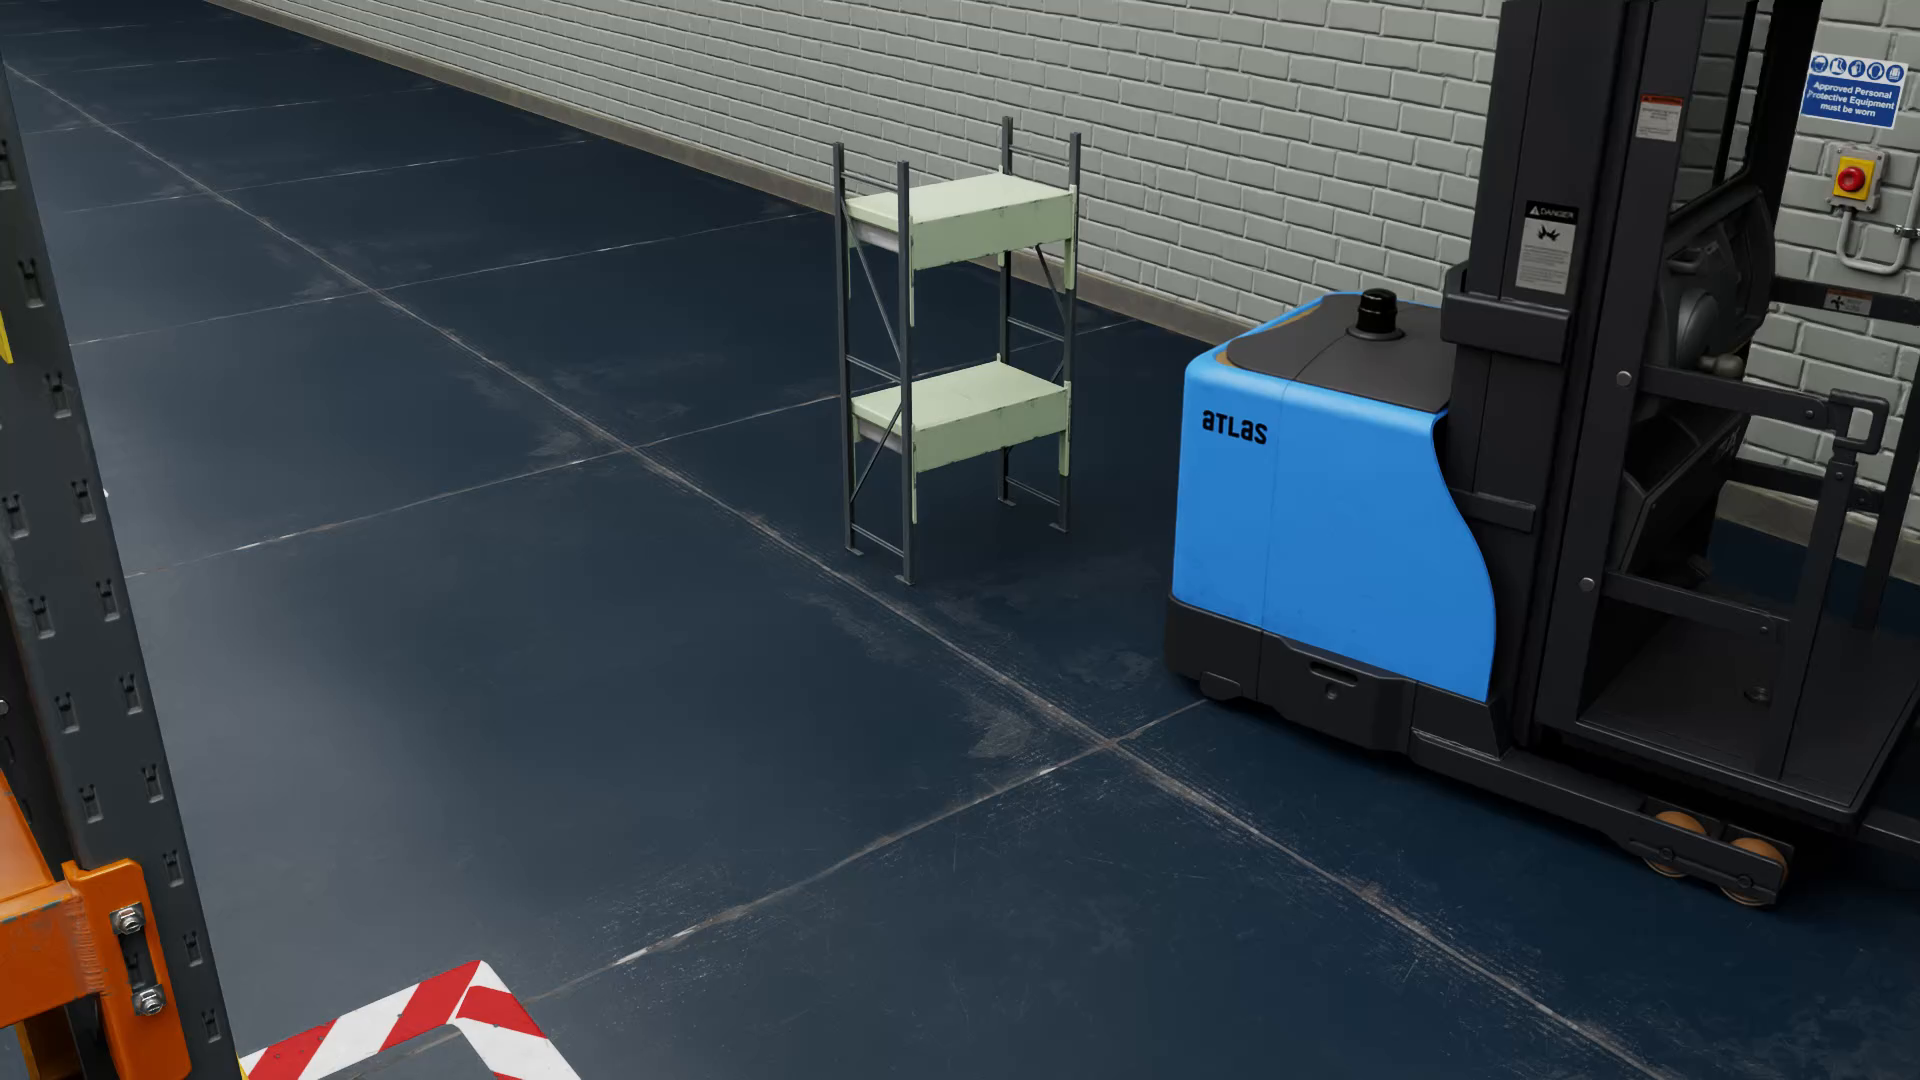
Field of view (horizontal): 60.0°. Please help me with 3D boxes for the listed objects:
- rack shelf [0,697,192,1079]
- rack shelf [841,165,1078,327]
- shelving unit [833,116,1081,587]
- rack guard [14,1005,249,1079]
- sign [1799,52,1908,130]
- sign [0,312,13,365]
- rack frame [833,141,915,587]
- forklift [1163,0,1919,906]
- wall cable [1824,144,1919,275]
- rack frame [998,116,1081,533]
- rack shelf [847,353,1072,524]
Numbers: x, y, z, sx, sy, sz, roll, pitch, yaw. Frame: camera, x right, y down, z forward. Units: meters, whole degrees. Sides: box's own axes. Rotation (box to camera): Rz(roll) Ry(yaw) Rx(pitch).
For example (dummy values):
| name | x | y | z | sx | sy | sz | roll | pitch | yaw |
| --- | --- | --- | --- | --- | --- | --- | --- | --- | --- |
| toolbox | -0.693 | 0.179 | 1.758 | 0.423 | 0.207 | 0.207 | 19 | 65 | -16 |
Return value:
| name | x | y | z | sx | sy | sz | roll | pitch | yaw |
| --- | --- | --- | --- | --- | --- | --- | --- | --- | --- |
| rack shelf | -2.973 | 0.939 | 1.519 | 4.000 | 0.370 | 1.077 | -18 | 31 | -34 |
| rack shelf | -0.005 | -1.033 | 5.766 | 0.720 | 0.370 | 0.431 | -18 | 31 | -34 |
| shelving unit | -0.005 | -0.679 | 5.931 | 0.755 | 1.500 | 0.431 | -18 | 31 | -34 |
| rack guard | -1.380 | 1.221 | 3.026 | 0.348 | 0.500 | 1.175 | -18 | 31 | -34 |
| sign | 3.042 | -1.534 | 5.671 | 0.001 | 0.218 | 0.327 | -18 | 31 | -34 |
| sign | -1.075 | -0.356 | 1.798 | 0.005 | 0.325 | 0.100 | -18 | 31 | -34 |
| rack frame | -0.293 | -0.583 | 5.726 | 0.023 | 1.500 | 0.400 | -18 | 31 | -34 |
| forklift | 2.110 | -0.651 | 4.171 | 3.031 | 2.935 | 1.130 | 19 | 31 | 34 |
| wall cable | 3.024 | -1.855 | 5.439 | 0.123 | 1.953 | 0.585 | -18 | 31 | -34 |
| rack frame | 0.283 | -0.774 | 6.135 | 0.023 | 1.500 | 0.400 | -18 | 31 | -34 |
| rack shelf | -0.005 | -0.383 | 6.068 | 0.720 | 0.370 | 0.431 | -18 | 31 | -34 |
